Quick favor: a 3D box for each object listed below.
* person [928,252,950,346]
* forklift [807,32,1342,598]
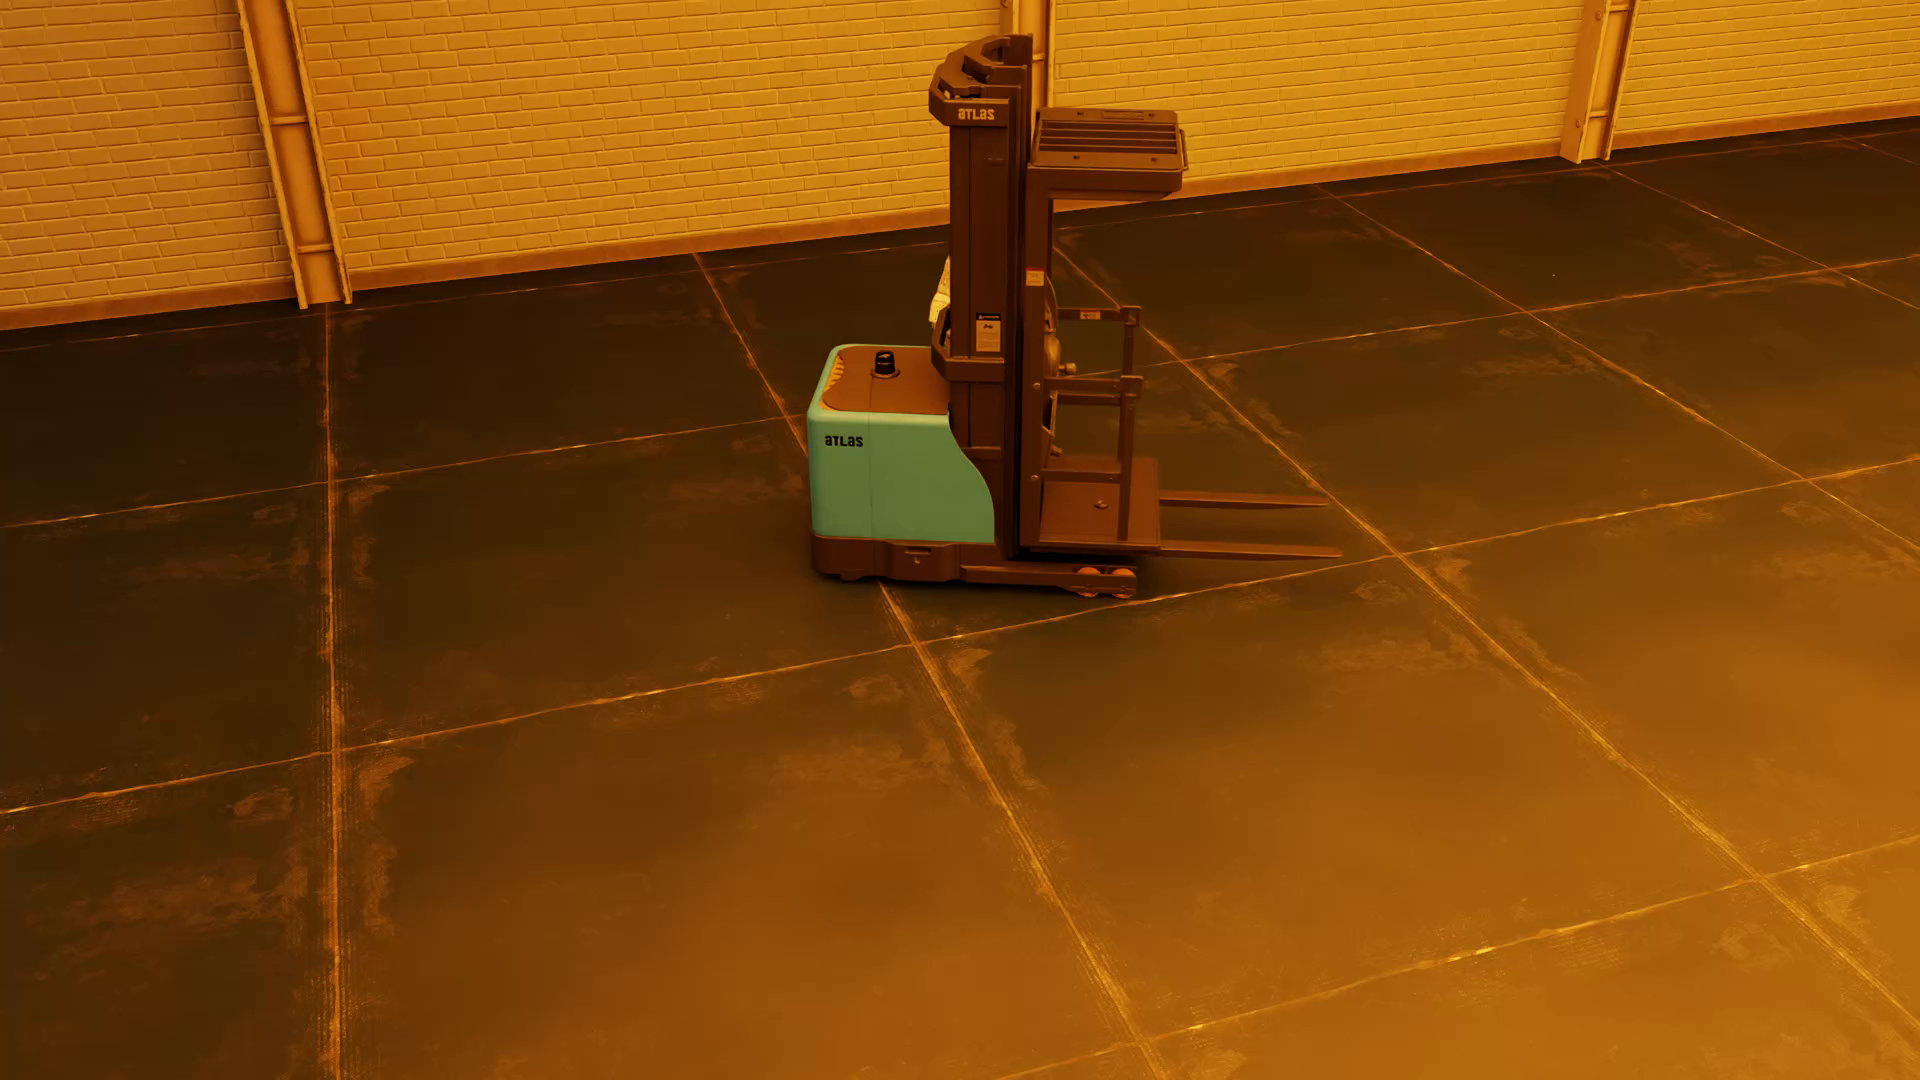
[{"bbox_3d":[0.253,-1.584,11.396,1.011,1.407,0.730,-25,38,-36],"label":"person"},{"bbox_3d":[0.686,-1.216,9.201,3.031,2.935,1.130,2,30,4],"label":"forklift"}]
